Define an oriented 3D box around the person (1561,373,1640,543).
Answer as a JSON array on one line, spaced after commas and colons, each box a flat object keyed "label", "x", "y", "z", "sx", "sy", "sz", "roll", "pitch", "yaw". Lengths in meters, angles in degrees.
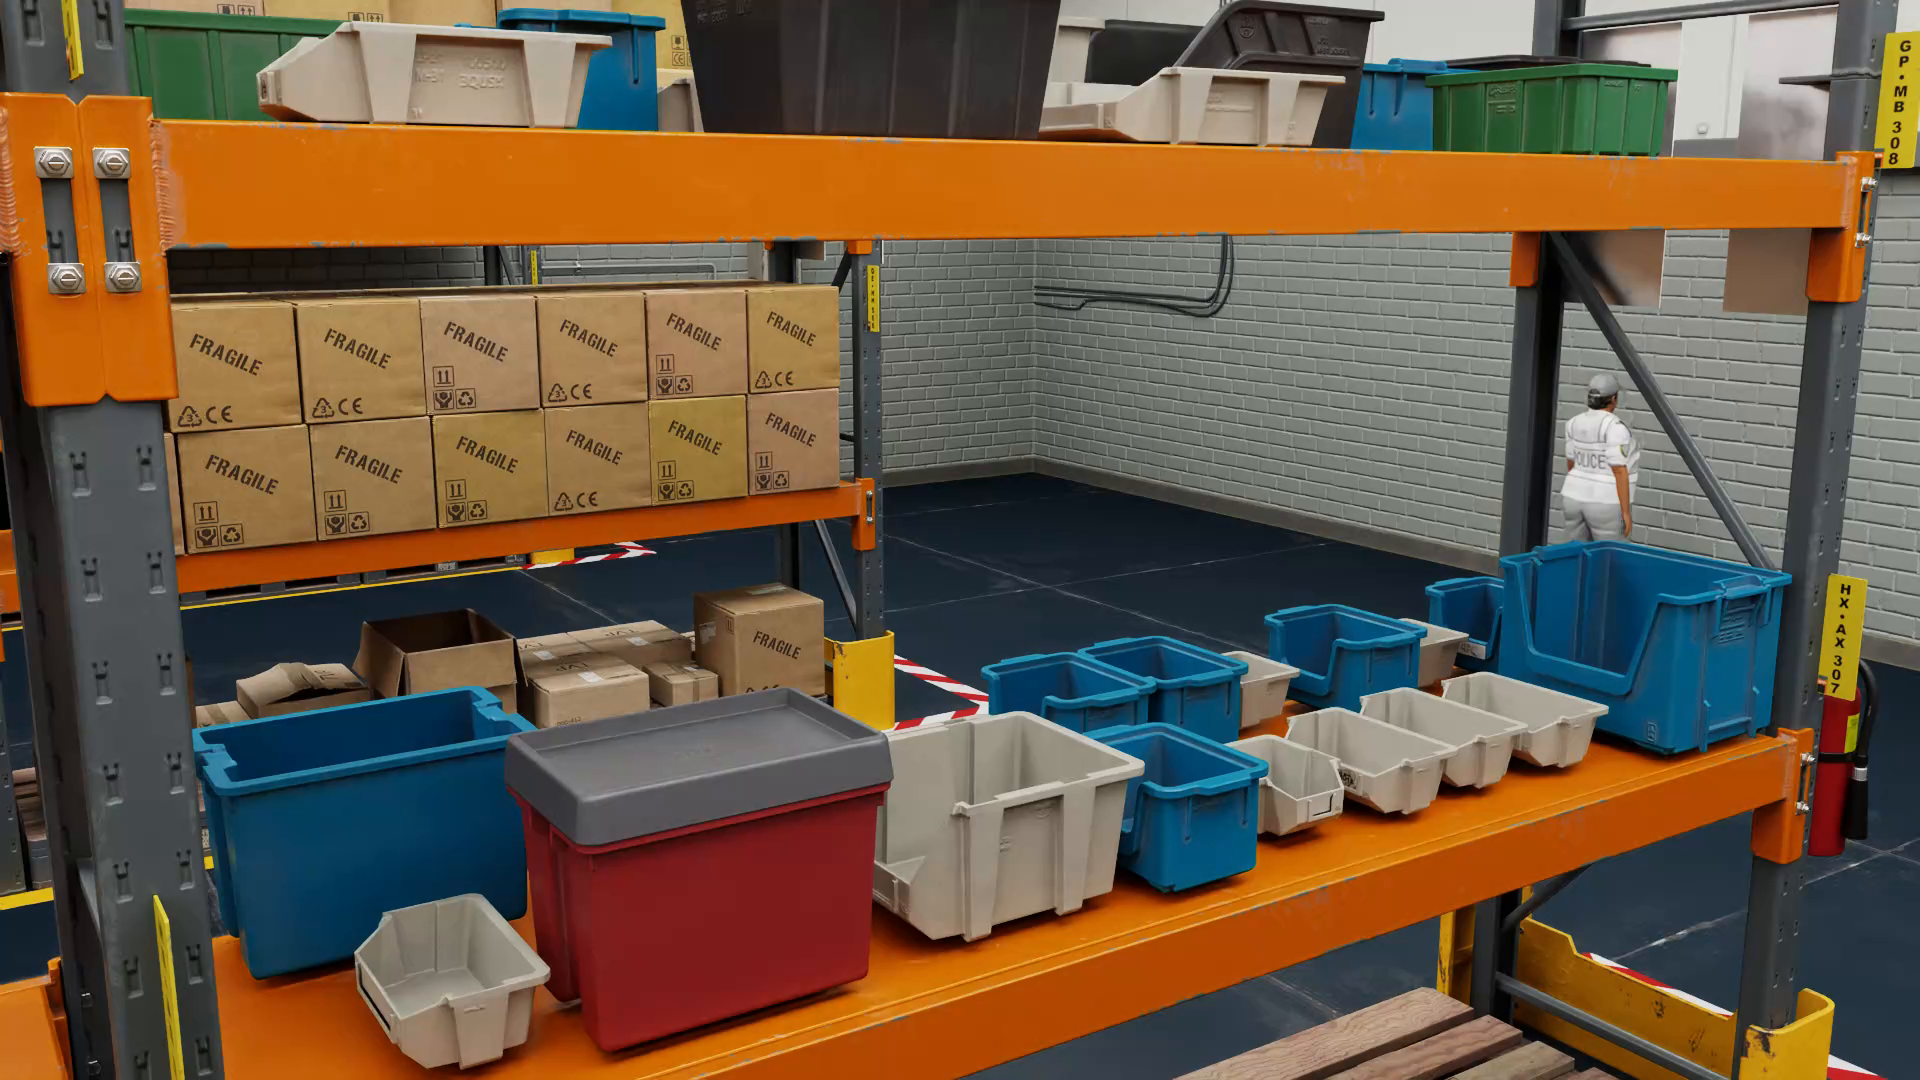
[{"label": "person", "x": 3.973, "y": -0.199, "z": 10.319, "sx": 0.414, "sy": 1.678, "sz": 0.492, "roll": -5, "pitch": 12, "yaw": -23}]
